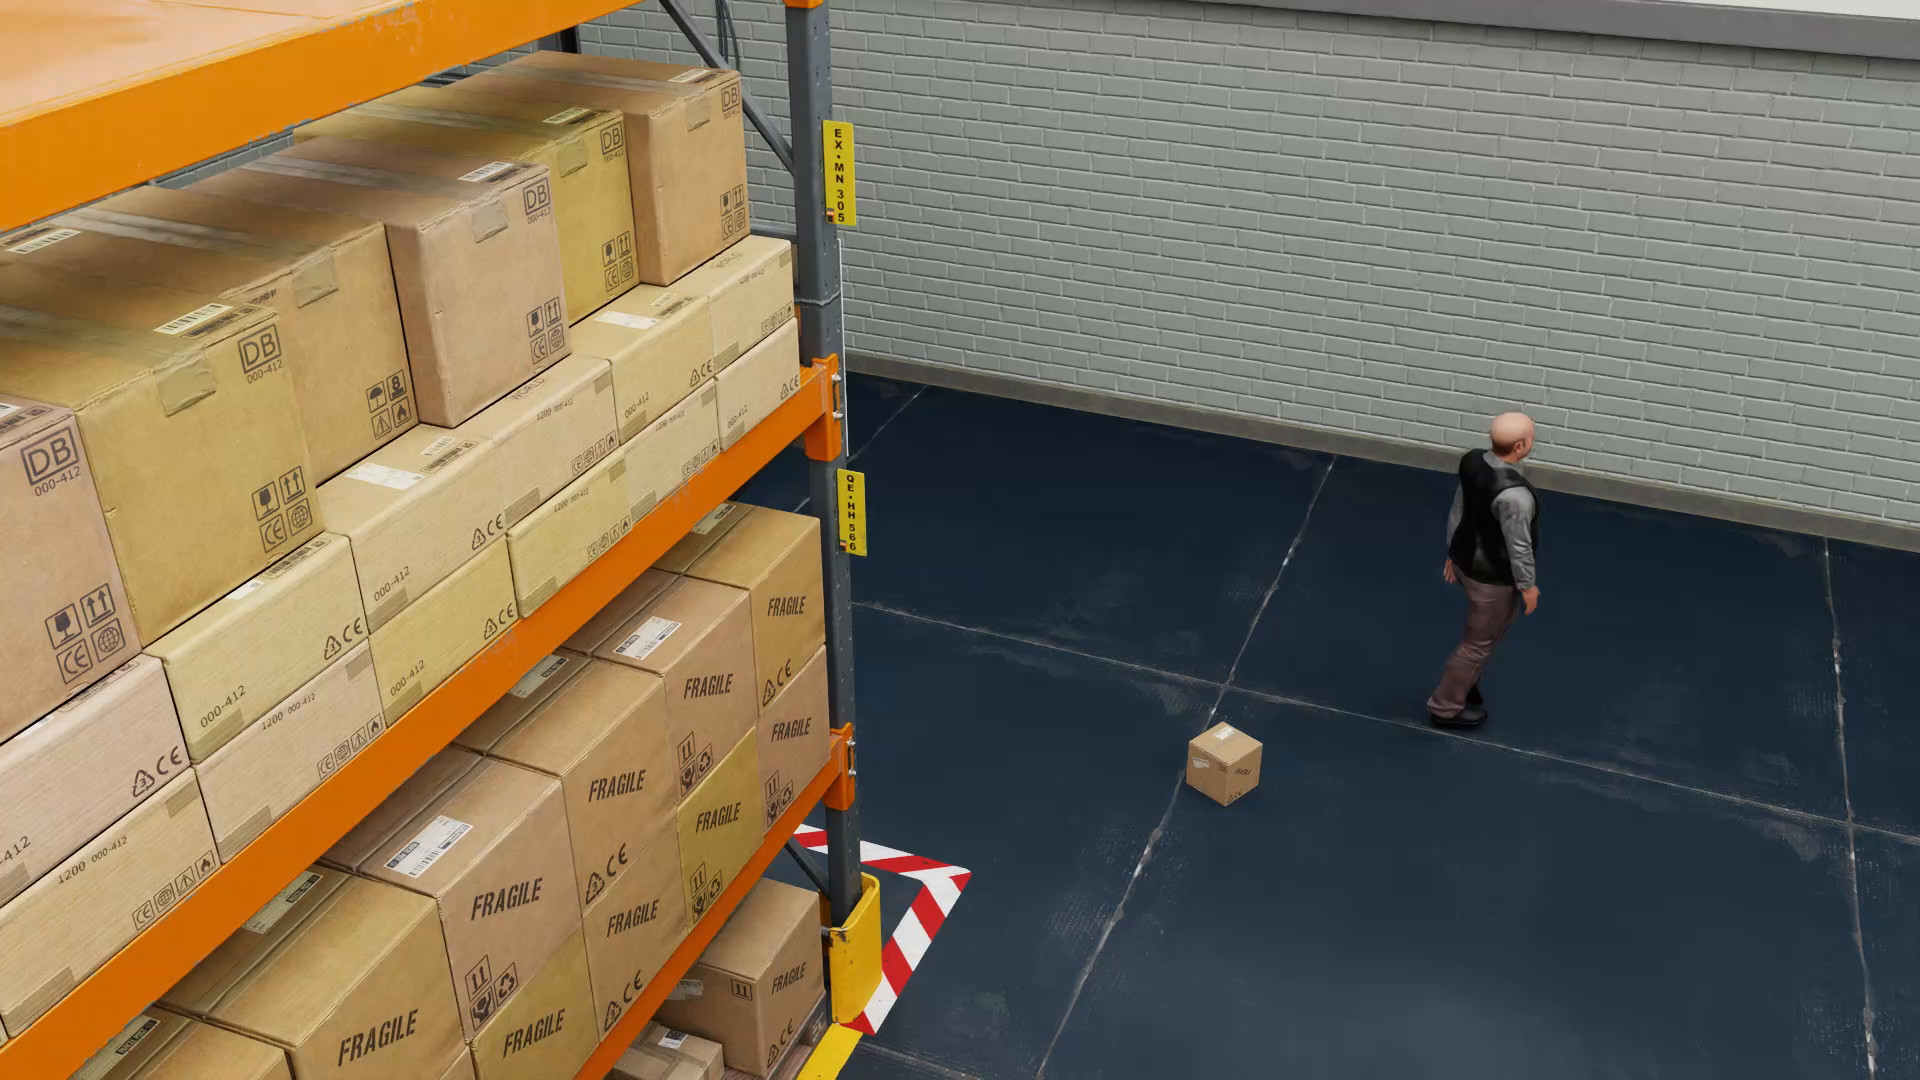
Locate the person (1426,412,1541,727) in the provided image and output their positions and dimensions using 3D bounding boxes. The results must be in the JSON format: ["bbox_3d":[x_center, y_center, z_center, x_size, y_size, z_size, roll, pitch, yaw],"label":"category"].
[{"bbox_3d":[2.609,0.187,8.118,0.498,1.786,0.539,-4,30,-7],"label":"person"}]
